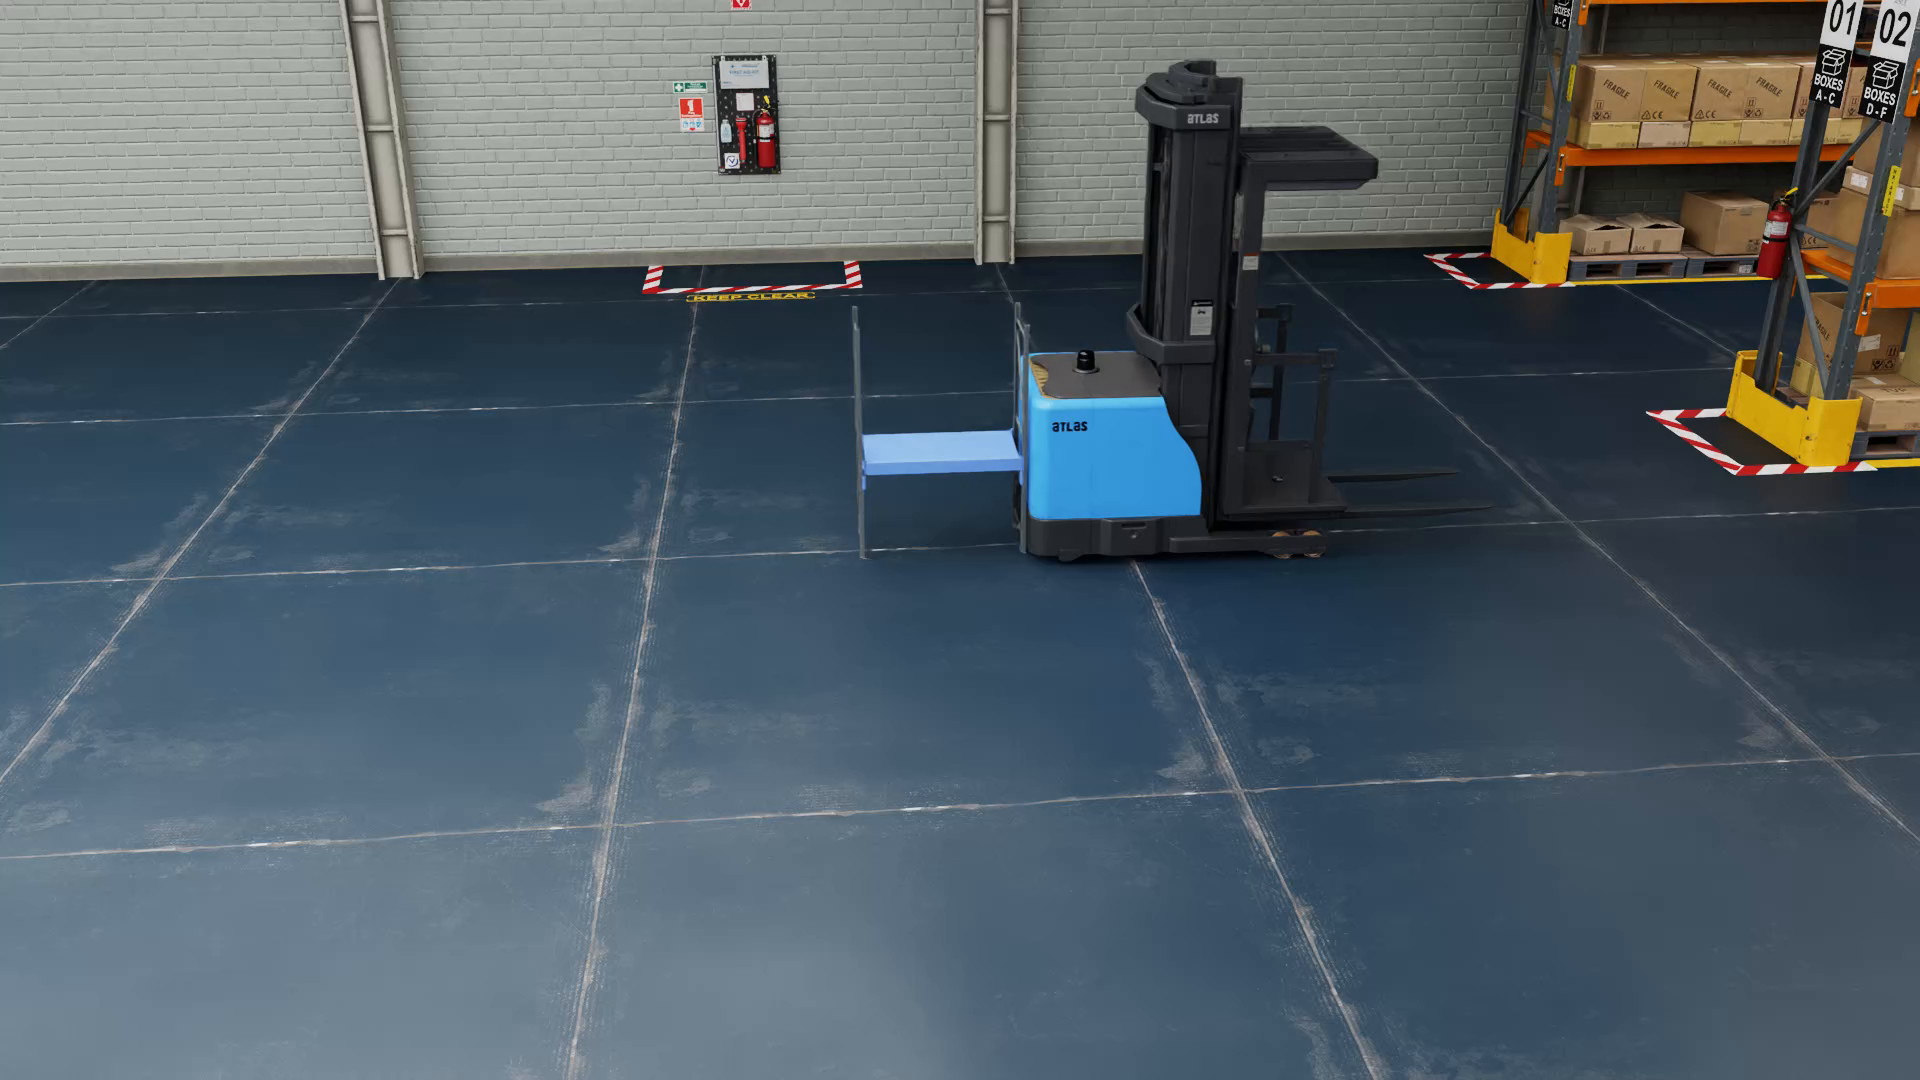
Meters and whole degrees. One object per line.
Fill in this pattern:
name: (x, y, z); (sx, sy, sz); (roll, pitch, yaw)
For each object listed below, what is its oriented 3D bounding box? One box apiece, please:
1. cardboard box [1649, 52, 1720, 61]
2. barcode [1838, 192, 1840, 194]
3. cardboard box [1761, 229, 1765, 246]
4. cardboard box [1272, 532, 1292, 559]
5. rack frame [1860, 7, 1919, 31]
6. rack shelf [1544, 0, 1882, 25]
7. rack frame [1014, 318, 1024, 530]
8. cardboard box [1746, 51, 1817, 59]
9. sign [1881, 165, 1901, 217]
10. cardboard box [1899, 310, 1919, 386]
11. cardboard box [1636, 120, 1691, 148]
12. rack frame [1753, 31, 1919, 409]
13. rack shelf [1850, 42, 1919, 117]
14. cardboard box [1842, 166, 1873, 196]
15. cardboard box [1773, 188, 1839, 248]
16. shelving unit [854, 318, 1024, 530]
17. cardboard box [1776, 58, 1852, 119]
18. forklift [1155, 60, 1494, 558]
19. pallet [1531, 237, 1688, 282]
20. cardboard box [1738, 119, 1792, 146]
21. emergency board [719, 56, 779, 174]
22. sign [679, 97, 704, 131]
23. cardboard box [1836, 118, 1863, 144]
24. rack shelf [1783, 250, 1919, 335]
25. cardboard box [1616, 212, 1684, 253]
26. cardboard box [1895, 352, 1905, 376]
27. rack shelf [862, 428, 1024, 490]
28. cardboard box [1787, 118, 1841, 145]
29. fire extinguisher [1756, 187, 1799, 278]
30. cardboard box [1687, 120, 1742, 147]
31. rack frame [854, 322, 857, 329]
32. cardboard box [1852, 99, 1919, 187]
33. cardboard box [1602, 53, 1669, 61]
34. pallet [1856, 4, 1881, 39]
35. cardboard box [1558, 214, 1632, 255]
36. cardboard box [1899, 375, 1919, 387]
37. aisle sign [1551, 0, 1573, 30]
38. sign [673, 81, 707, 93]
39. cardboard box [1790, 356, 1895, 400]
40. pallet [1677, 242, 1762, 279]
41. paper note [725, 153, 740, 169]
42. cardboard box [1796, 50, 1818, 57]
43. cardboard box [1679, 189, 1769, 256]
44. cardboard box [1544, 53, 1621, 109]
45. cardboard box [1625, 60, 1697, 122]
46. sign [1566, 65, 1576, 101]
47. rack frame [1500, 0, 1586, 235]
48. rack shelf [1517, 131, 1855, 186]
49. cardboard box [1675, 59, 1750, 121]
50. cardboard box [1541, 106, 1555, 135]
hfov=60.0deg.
cardboard box: (15.270, 0.065, 5.669); (13.577, 0.889, 26.022); (-3, 24, -7)
barcode: (9.134, -3.579, 17.250); (0.075, 0.075, 0.001); (-2, 24, -5)
cardboard box: (8.101, -3.141, 17.092); (0.250, 0.149, 0.380); (-4, 24, -9)
cardboard box: (2.029, 0.033, 10.484); (0.160, 0.156, 0.130); (-3, 24, -6)
rack frame: (6.205, -4.878, 10.645); (0.127, 3.000, 1.000); (-2, 24, -5)
rack shelf: (7.705, -5.260, 16.085); (4.000, 0.370, 1.077); (-2, 24, -5)
rack frame: (0.380, -0.697, 10.473); (0.013, 1.308, 0.475); (-2, 24, -4)
cardboard box: (8.195, -4.610, 16.666); (0.500, 0.500, 0.500); (-2, 24, -4)
sign: (6.253, -2.344, 11.166); (0.005, 0.325, 0.100); (-2, 24, -5)
cardboard box: (7.258, -1.367, 12.077); (0.500, 0.500, 0.500); (-2, 24, -5)
cardboard box: (6.746, -3.997, 16.209); (0.500, 0.250, 0.500); (-3, 24, -7)
rack frame: (6.205, -2.136, 11.864); (0.127, 3.000, 1.000); (-2, 24, -5)
rack shelf: (8.195, -3.258, 11.580); (4.000, 0.370, 1.077); (-2, 24, -5)
cardboard box: (6.566, -2.571, 11.919); (0.250, 0.149, 0.380); (-3, 24, -6)
cardboard box: (8.666, -3.299, 17.016); (0.500, 0.500, 0.500); (-4, 24, -9)
shelving unit: (-0.126, -0.681, 10.435); (1.030, 1.308, 0.538); (-2, 24, -4)
cardboard box: (8.256, -4.400, 16.192); (0.500, 0.500, 0.500); (-3, 24, -7)
forklift: (1.900, -1.432, 10.364); (3.031, 2.935, 1.121); (-2, 24, -4)
pallet: (6.602, -2.886, 16.982); (1.213, 0.211, 1.003); (-2, 24, -5)
cardboard box: (7.757, -4.034, 16.293); (0.500, 0.250, 0.500); (-2, 24, -5)
emergency board: (-2.104, -4.193, 16.491); (0.636, 1.158, 0.192); (-2, 24, -5)
sign: (-2.668, -4.229, 16.528); (0.234, 0.329, 0.001); (-2, 24, -5)
cardboard box: (8.757, -4.081, 16.398); (0.500, 0.250, 0.500); (-2, 24, -5)
rack shelf: (8.195, -1.888, 12.189); (4.000, 0.370, 1.077); (-2, 24, -5)
cardboard box: (6.979, -3.125, 16.856); (0.500, 0.311, 0.500); (0, 24, -1)
cardboard box: (7.206, -1.238, 12.709); (0.500, 0.250, 0.500); (-2, 24, -5)
rack shelf: (-0.126, -0.516, 10.508); (1.000, 0.185, 0.538); (-2, 24, -4)
cardboard box: (8.258, -4.055, 16.339); (0.500, 0.250, 0.500); (-2, 24, -5)
fire extinguisher: (6.042, -2.284, 12.291); (0.183, 0.674, 0.296); (-2, 24, -5)
cardboard box: (7.254, -4.015, 16.249); (0.500, 0.250, 0.500); (-3, 24, -6)
rack frame: (-0.633, -0.662, 10.394); (0.013, 1.308, 0.475); (-2, 24, -4)
cardboard box: (6.723, -2.791, 11.615); (0.500, 0.500, 0.700); (-2, 24, -5)
cardboard box: (6.664, -4.543, 16.514); (0.500, 0.500, 0.500); (-2, 24, -4)
pallet: (6.911, -3.485, 11.312); (1.213, 0.211, 1.003); (-2, 24, -5)
cardboard box: (6.412, -3.102, 16.805); (0.500, 0.311, 0.500); (-5, 24, -11)
cardboard box: (7.258, -1.025, 12.231); (0.500, 0.250, 0.500); (-2, 24, -5)
aisle sign: (5.672, -5.202, 15.561); (0.004, 0.787, 0.394); (-2, 24, -5)
sign: (-2.663, -4.468, 16.413); (0.331, 0.109, 0.001); (-2, 24, -5)
cardboard box: (6.710, -1.213, 12.654); (0.500, 0.250, 0.500); (-2, 24, -5)
pallet: (7.813, -2.933, 17.089); (1.213, 0.211, 1.003); (-2, 24, -5)
paper note: (-2.291, -3.812, 16.717); (0.142, 0.148, 0.016); (-2, 24, -5)
cardboard box: (8.692, -4.628, 16.706); (0.500, 0.500, 0.500); (-2, 24, -5)
cardboard box: (7.714, -3.220, 16.838); (0.500, 0.500, 0.700); (-4, 24, -8)
cardboard box: (6.162, -4.527, 16.478); (0.500, 0.500, 0.500); (-3, 24, -6)
cardboard box: (6.712, -4.335, 16.047); (0.500, 0.500, 0.500); (-2, 24, -5)
sign: (5.768, -4.315, 15.699); (0.005, 0.325, 0.100); (-2, 24, -5)
rack frame: (5.714, -4.139, 16.368); (0.127, 3.000, 1.000); (-2, 24, -5)
rack shelf: (7.705, -3.890, 16.694); (4.000, 0.370, 1.077); (-2, 24, -5)
cardboard box: (7.227, -4.353, 16.088); (0.500, 0.500, 0.500); (-3, 24, -7)
cardboard box: (6.160, -4.176, 16.613); (0.500, 0.250, 0.500); (-2, 24, -4)
